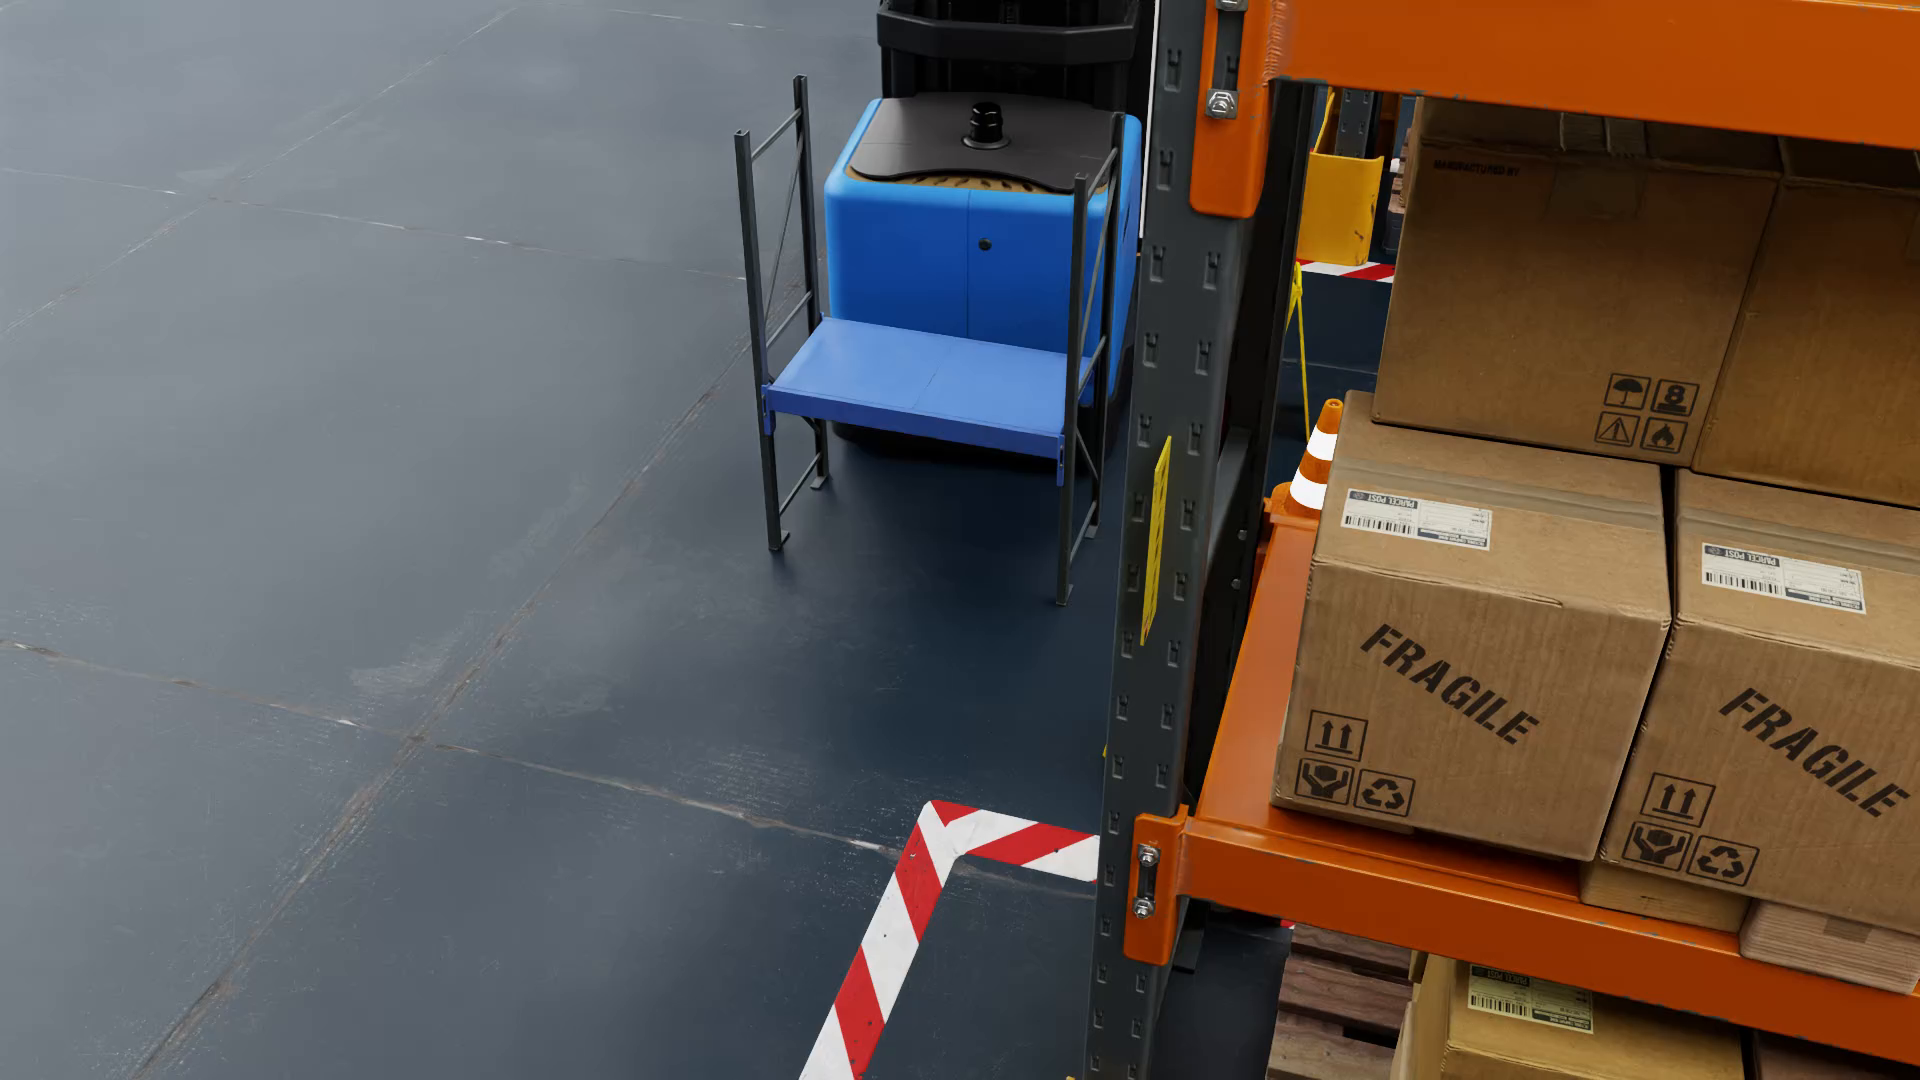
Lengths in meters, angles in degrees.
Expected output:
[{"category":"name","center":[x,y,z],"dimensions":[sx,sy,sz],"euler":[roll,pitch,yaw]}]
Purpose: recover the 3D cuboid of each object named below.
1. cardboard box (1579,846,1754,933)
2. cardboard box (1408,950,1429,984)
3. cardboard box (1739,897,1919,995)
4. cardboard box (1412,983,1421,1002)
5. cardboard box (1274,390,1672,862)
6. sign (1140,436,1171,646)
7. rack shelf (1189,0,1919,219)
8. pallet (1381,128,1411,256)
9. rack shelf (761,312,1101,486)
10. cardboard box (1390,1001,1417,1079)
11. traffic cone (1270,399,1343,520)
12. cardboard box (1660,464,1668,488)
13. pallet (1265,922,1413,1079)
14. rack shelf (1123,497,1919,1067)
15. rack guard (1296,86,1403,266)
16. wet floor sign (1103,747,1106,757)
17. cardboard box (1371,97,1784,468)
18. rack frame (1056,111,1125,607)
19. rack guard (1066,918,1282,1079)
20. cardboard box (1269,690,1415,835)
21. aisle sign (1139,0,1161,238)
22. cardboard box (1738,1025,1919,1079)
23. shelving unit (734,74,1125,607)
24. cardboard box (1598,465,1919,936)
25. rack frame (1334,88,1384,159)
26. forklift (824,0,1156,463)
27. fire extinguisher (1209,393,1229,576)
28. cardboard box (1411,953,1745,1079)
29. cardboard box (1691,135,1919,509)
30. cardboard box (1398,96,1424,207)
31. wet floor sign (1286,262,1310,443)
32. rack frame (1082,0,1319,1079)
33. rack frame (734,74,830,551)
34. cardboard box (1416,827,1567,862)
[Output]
[{"category":"cardboard box","center":[1.191,0.453,2.815],"dimensions":[0.250,0.149,0.380],"euler":[9,37,12]},{"category":"cardboard box","center":[1.297,0.676,3.634],"dimensions":[0.500,0.500,0.500],"euler":[11,38,14]},{"category":"cardboard box","center":[1.420,0.524,2.719],"dimensions":[0.250,0.149,0.380],"euler":[11,38,15]},{"category":"cardboard box","center":[1.329,0.979,3.855],"dimensions":[0.500,0.250,0.500],"euler":[10,38,14]},{"category":"cardboard box","center":[0.824,0.126,2.713],"dimensions":[0.500,0.500,0.500],"euler":[10,38,13]},{"category":"sign","center":[0.293,0.004,2.484],"dimensions":[0.005,0.325,0.100],"euler":[10,38,14]},{"category":"rack shelf","center":[2.363,-0.519,2.001],"dimensions":[4.000,0.370,1.077],"euler":[10,38,14]},{"category":"pallet","center":[2.620,-1.553,7.682],"dimensions":[1.213,0.211,1.003],"euler":[10,38,14]},{"category":"rack shelf","center":[-0.081,-0.474,5.433],"dimensions":[1.000,0.185,0.538],"euler":[10,38,14]},{"category":"cardboard box","center":[1.142,1.283,3.442],"dimensions":[0.500,0.250,0.500],"euler":[10,38,14]},{"category":"traffic cone","center":[1.256,-0.275,5.733],"dimensions":[0.334,0.463,0.336],"euler":[10,38,14]},{"category":"cardboard box","center":[1.055,-0.174,3.121],"dimensions":[0.500,0.500,0.500],"euler":[10,37,13]},{"category":"pallet","center":[1.292,1.346,3.744],"dimensions":[1.213,0.211,1.003],"euler":[10,38,14]},{"category":"rack shelf","center":[2.363,0.689,2.890],"dimensions":[4.000,0.370,1.077],"euler":[10,38,14]},{"category":"rack guard","center":[1.811,-1.770,7.734],"dimensions":[0.348,0.500,1.175],"euler":[10,38,14]},{"category":"wet floor sign","center":[0.592,0.355,4.724],"dimensions":[0.232,0.644,0.267],"euler":[24,43,29]},{"category":"cardboard box","center":[1.007,-0.550,2.788],"dimensions":[0.500,0.500,0.700],"euler":[10,37,13]},{"category":"rack frame","center":[0.404,-0.529,5.204],"dimensions":[0.032,1.500,0.500],"euler":[10,38,14]},{"category":"rack guard","center":[0.527,1.066,3.880],"dimensions":[0.348,0.500,1.175],"euler":[10,38,14]},{"category":"cardboard box","center":[0.717,0.324,2.991],"dimensions":[0.250,0.149,0.380],"euler":[11,38,14]},{"category":"aisle sign","center":[0.303,-0.837,2.163],"dimensions":[0.004,0.787,0.394],"euler":[10,38,14]},{"category":"cardboard box","center":[1.665,1.075,3.092],"dimensions":[0.500,0.500,0.500],"euler":[9,37,12]},{"category":"shelving unit","center":[-0.081,-0.619,5.326],"dimensions":[1.048,1.500,0.538],"euler":[10,38,14]},{"category":"cardboard box","center":[1.319,0.216,2.591],"dimensions":[0.500,0.500,0.500],"euler":[12,38,15]},{"category":"rack frame","center":[1.834,-2.773,6.987],"dimensions":[0.127,3.000,1.000],"euler":[10,38,14]},{"category":"forklift","center":[0.276,-2.326,6.437],"dimensions":[1.130,2.935,3.031],"euler":[6,37,8]},{"category":"fire extinguisher","center":[0.483,-0.204,3.562],"dimensions":[0.183,0.674,0.296],"euler":[10,38,14]},{"category":"cardboard box","center":[1.165,0.985,3.214],"dimensions":[0.500,0.500,0.500],"euler":[9,37,12]},{"category":"cardboard box","center":[1.488,-0.457,2.661],"dimensions":[0.500,0.500,0.700],"euler":[11,38,14]},{"category":"cardboard box","center":[2.501,-2.004,7.380],"dimensions":[0.875,0.875,0.875],"euler":[11,38,14]},{"category":"wet floor sign","center":[1.216,-0.710,6.170],"dimensions":[0.232,0.644,0.267],"euler":[4,37,6]},{"category":"rack frame","center":[0.454,0.046,3.157],"dimensions":[0.127,3.000,1.000],"euler":[10,38,14]},{"category":"rack frame","center":[-0.567,-0.709,5.448],"dimensions":[0.032,1.500,0.500],"euler":[10,38,14]},{"category":"cardboard box","center":[0.962,0.361,2.942],"dimensions":[0.250,0.149,0.380],"euler":[11,38,15]}]
